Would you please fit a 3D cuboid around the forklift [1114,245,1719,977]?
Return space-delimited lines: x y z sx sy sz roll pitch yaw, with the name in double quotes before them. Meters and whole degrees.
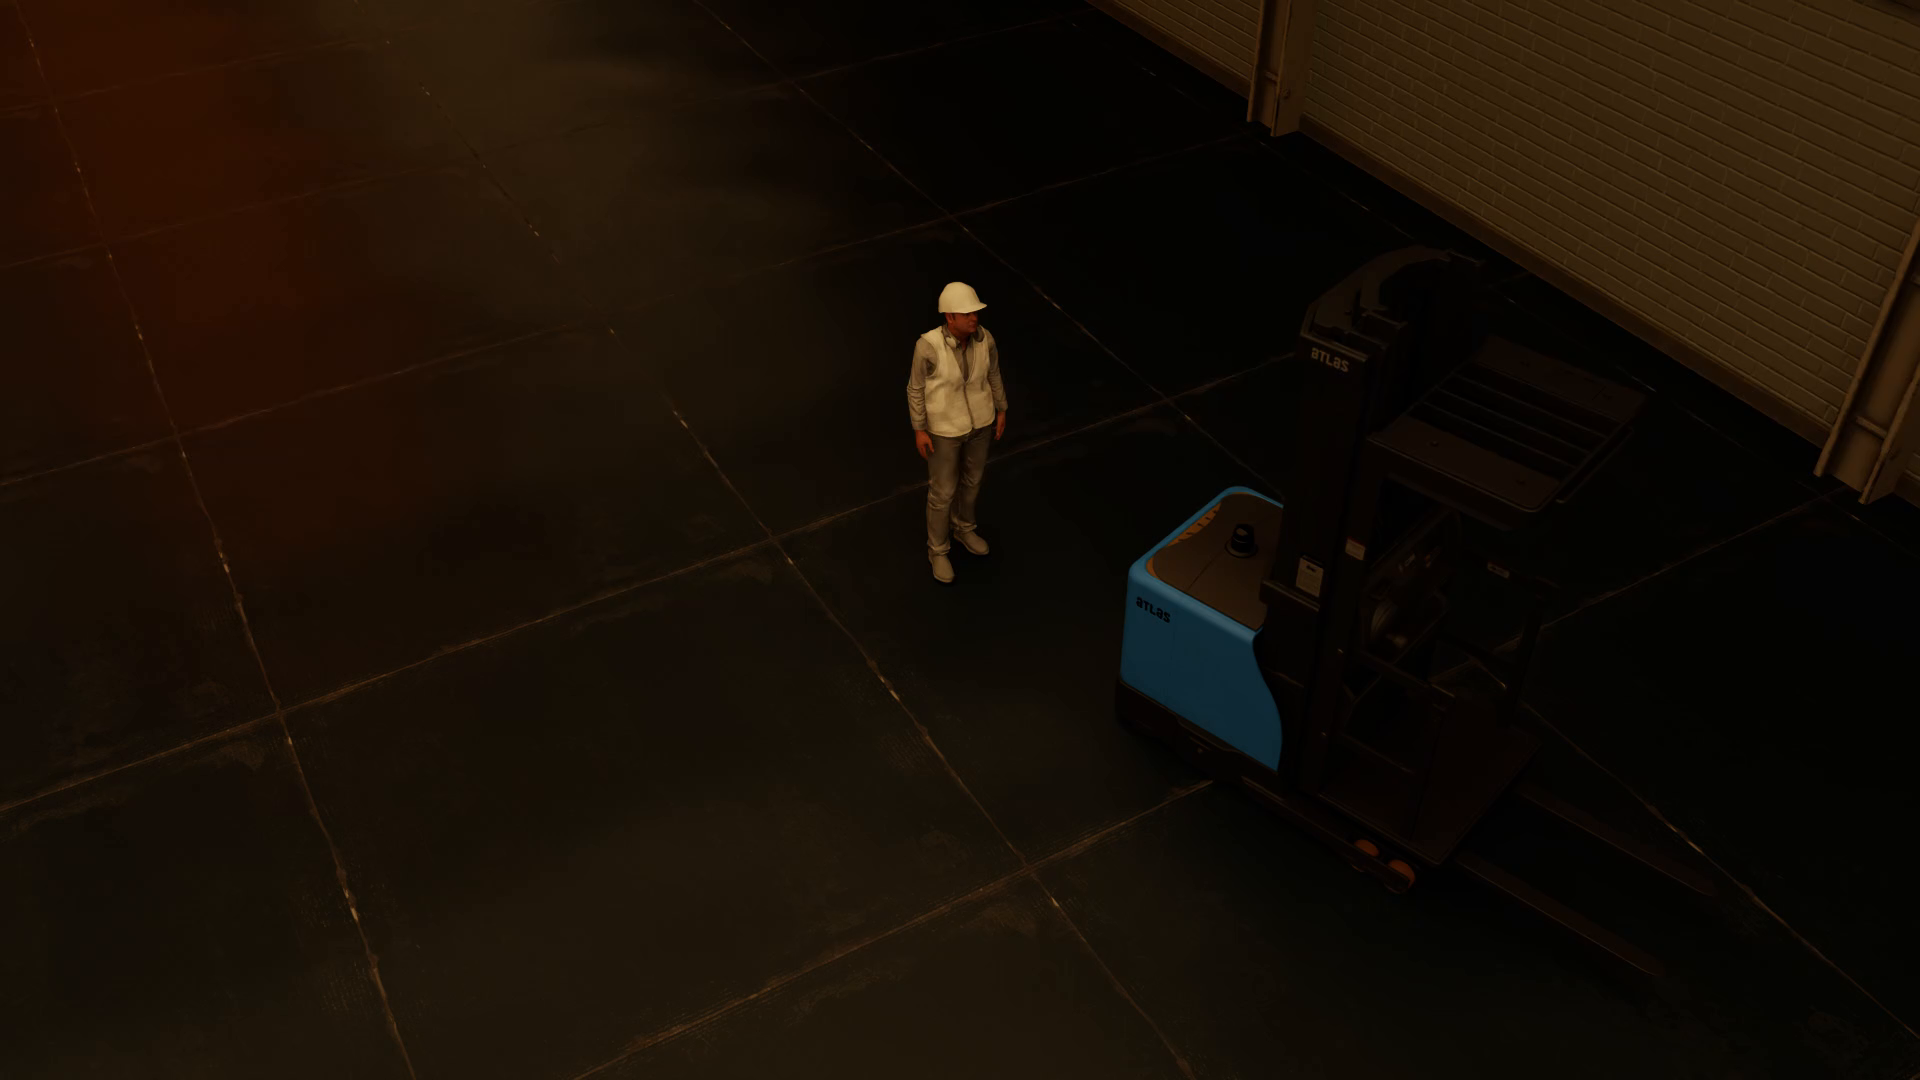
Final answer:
"forklift" 2.283 0.235 7.752 3.031 2.935 1.130 30 48 31

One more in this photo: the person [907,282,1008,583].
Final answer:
"person" 0.024 -0.652 9.717 0.632 1.773 0.568 -20 44 -23
